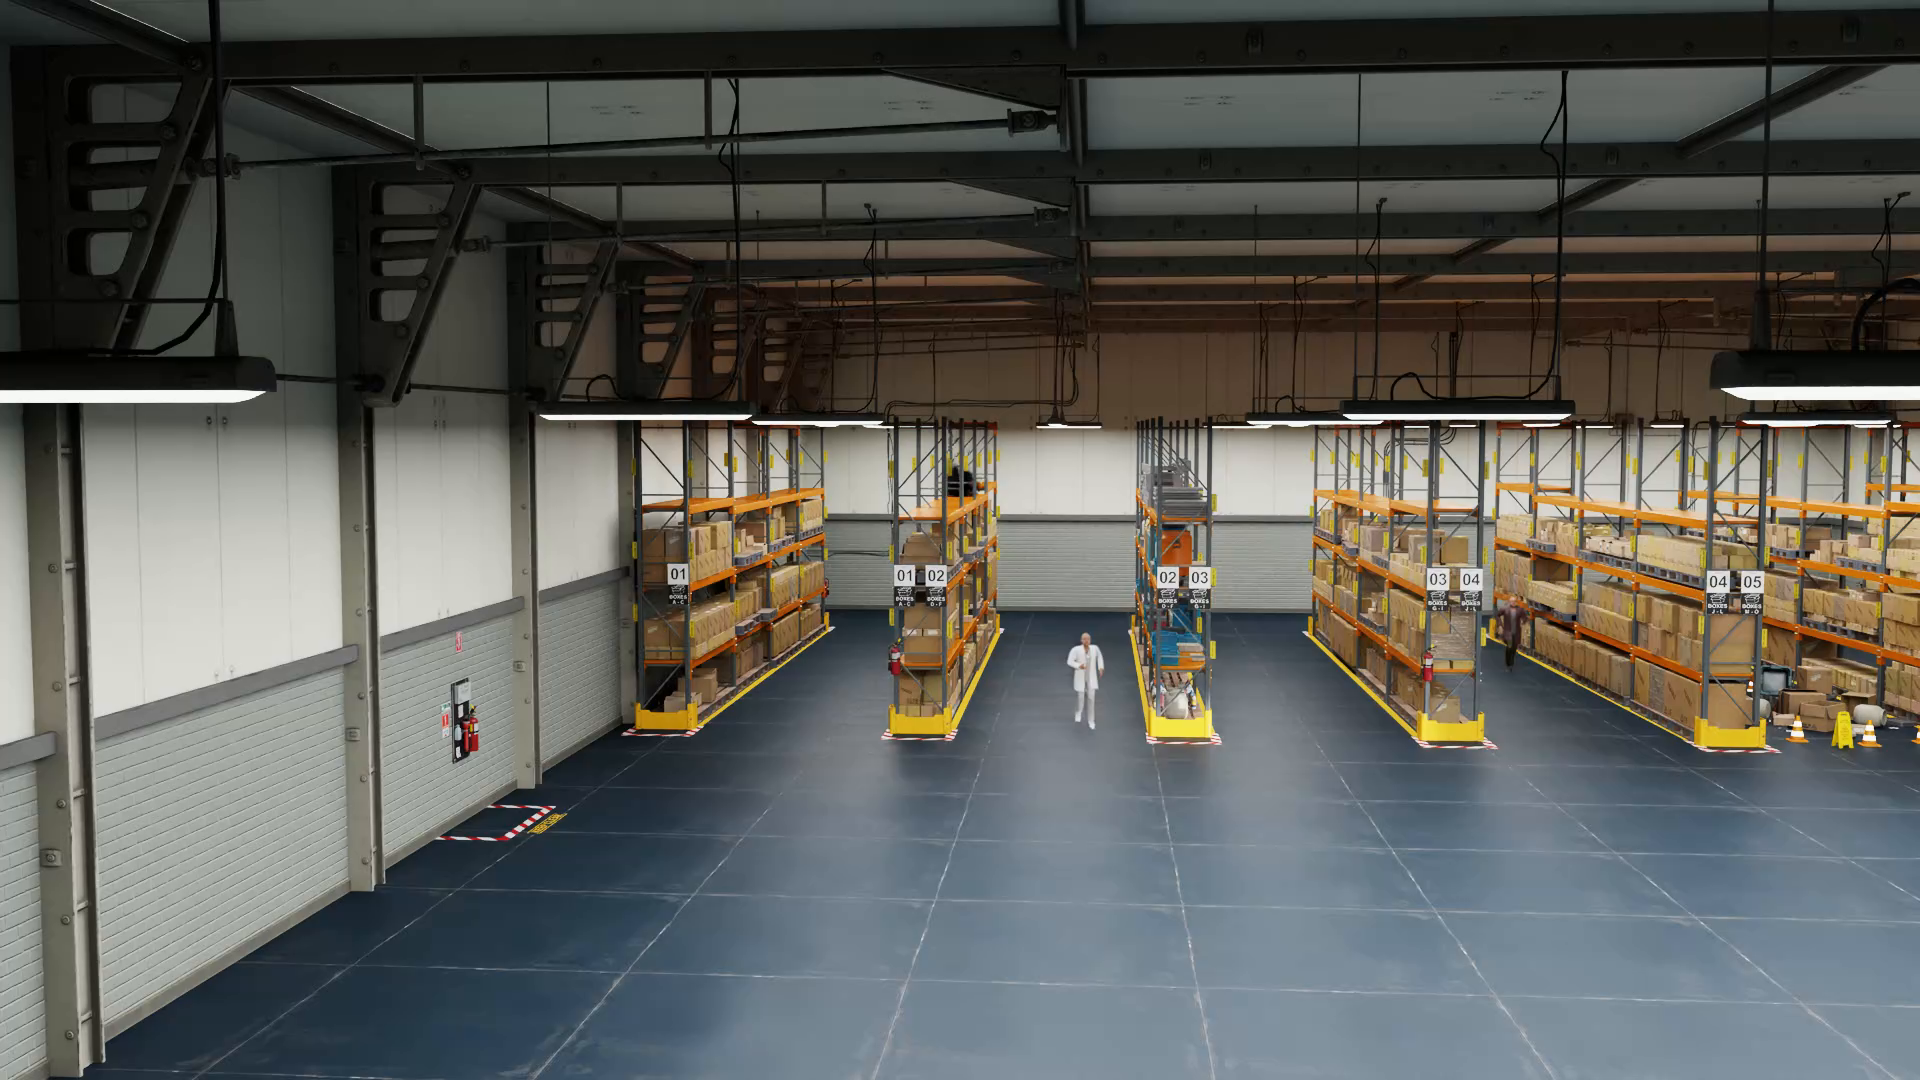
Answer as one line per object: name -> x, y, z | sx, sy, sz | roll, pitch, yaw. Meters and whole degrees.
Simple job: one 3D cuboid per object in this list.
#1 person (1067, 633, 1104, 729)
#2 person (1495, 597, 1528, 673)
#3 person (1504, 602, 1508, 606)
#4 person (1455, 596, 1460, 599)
person -> 2.442, 2.817, 32.381 | 0.737, 1.627, 0.923 | 0, 4, -7
person -> 13.161, 2.256, 39.620 | 0.688, 1.820, 0.836 | 0, 4, 4
person -> 15.778, 1.473, 47.494 | 0.358, 0.832, 0.640 | 3, 5, 36
person -> 13.502, 1.918, 46.022 | 0.671, 1.649, 0.806 | 3, 5, 35
